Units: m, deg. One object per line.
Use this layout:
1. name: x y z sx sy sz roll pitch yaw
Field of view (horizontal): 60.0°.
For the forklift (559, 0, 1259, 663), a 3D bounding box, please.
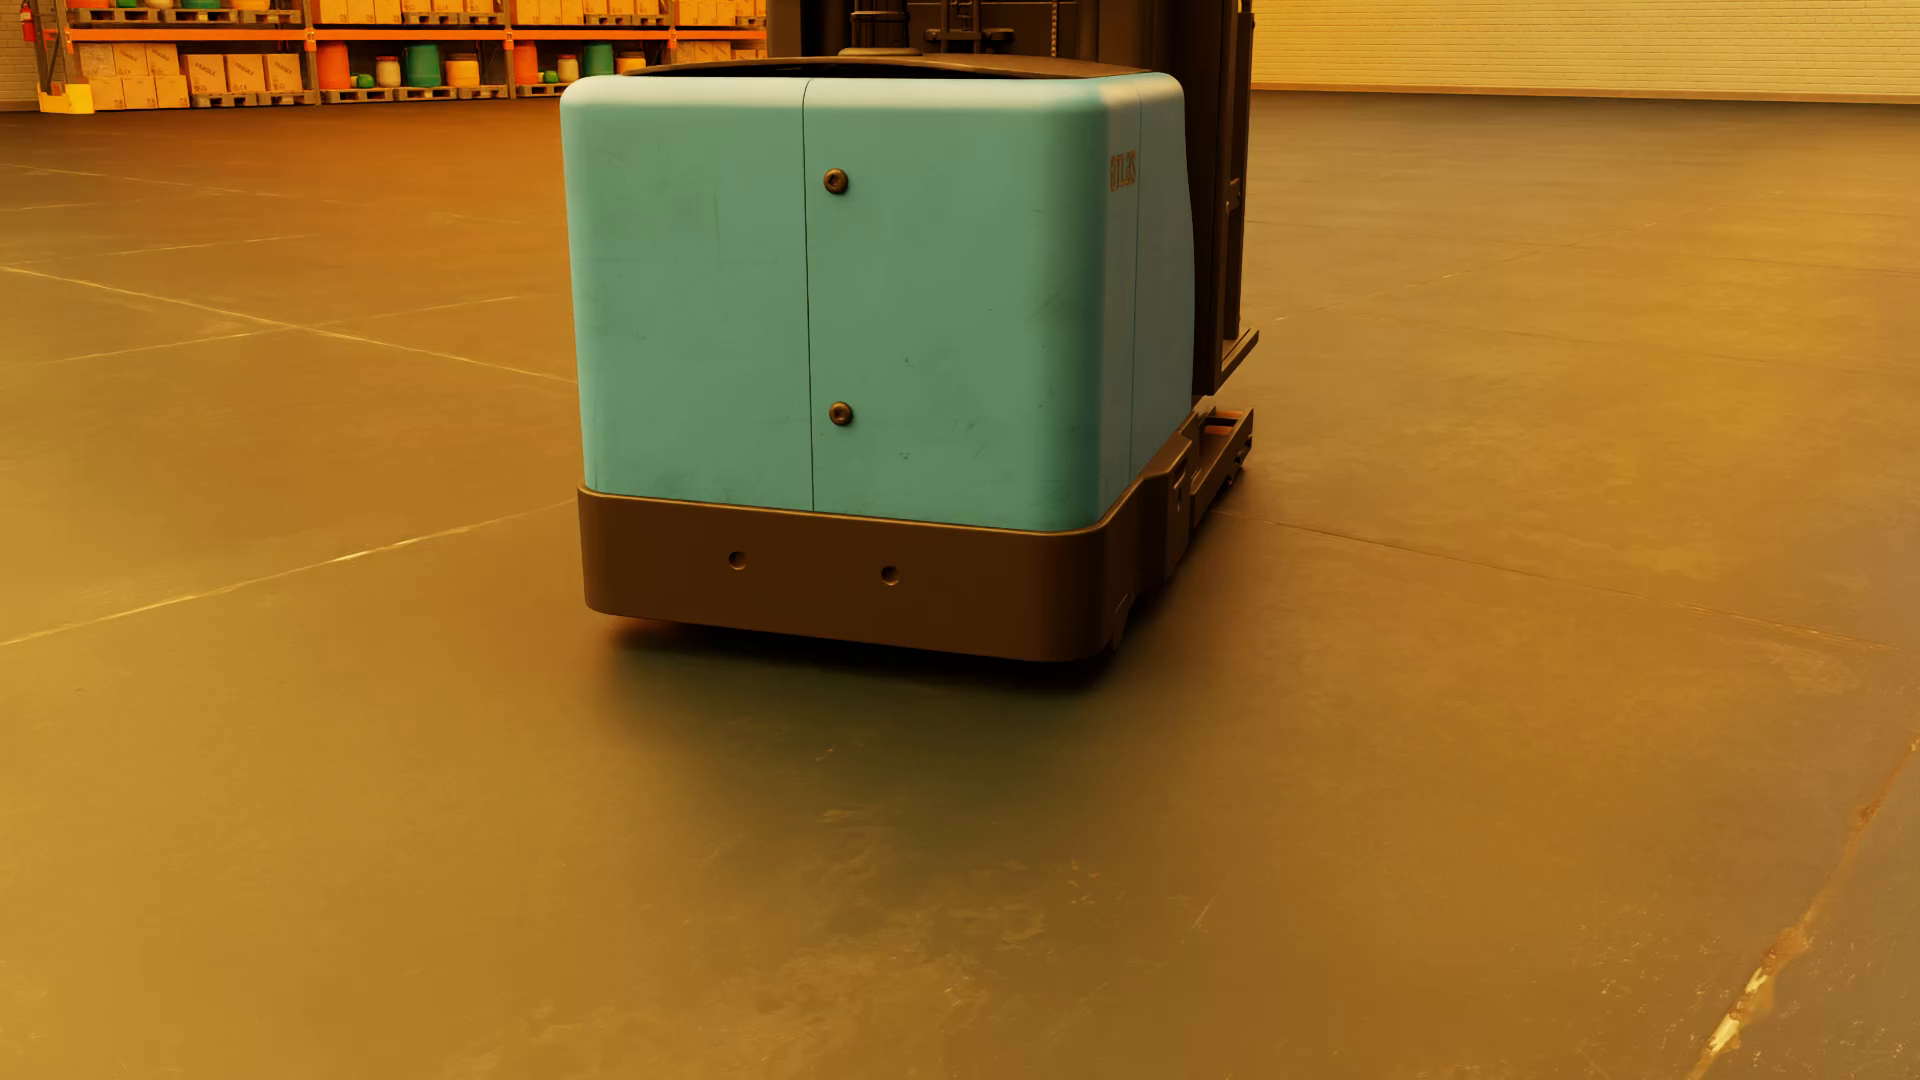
1. forklift: 0.182 -1.571 4.072 1.130 2.935 3.031 5 18 17
